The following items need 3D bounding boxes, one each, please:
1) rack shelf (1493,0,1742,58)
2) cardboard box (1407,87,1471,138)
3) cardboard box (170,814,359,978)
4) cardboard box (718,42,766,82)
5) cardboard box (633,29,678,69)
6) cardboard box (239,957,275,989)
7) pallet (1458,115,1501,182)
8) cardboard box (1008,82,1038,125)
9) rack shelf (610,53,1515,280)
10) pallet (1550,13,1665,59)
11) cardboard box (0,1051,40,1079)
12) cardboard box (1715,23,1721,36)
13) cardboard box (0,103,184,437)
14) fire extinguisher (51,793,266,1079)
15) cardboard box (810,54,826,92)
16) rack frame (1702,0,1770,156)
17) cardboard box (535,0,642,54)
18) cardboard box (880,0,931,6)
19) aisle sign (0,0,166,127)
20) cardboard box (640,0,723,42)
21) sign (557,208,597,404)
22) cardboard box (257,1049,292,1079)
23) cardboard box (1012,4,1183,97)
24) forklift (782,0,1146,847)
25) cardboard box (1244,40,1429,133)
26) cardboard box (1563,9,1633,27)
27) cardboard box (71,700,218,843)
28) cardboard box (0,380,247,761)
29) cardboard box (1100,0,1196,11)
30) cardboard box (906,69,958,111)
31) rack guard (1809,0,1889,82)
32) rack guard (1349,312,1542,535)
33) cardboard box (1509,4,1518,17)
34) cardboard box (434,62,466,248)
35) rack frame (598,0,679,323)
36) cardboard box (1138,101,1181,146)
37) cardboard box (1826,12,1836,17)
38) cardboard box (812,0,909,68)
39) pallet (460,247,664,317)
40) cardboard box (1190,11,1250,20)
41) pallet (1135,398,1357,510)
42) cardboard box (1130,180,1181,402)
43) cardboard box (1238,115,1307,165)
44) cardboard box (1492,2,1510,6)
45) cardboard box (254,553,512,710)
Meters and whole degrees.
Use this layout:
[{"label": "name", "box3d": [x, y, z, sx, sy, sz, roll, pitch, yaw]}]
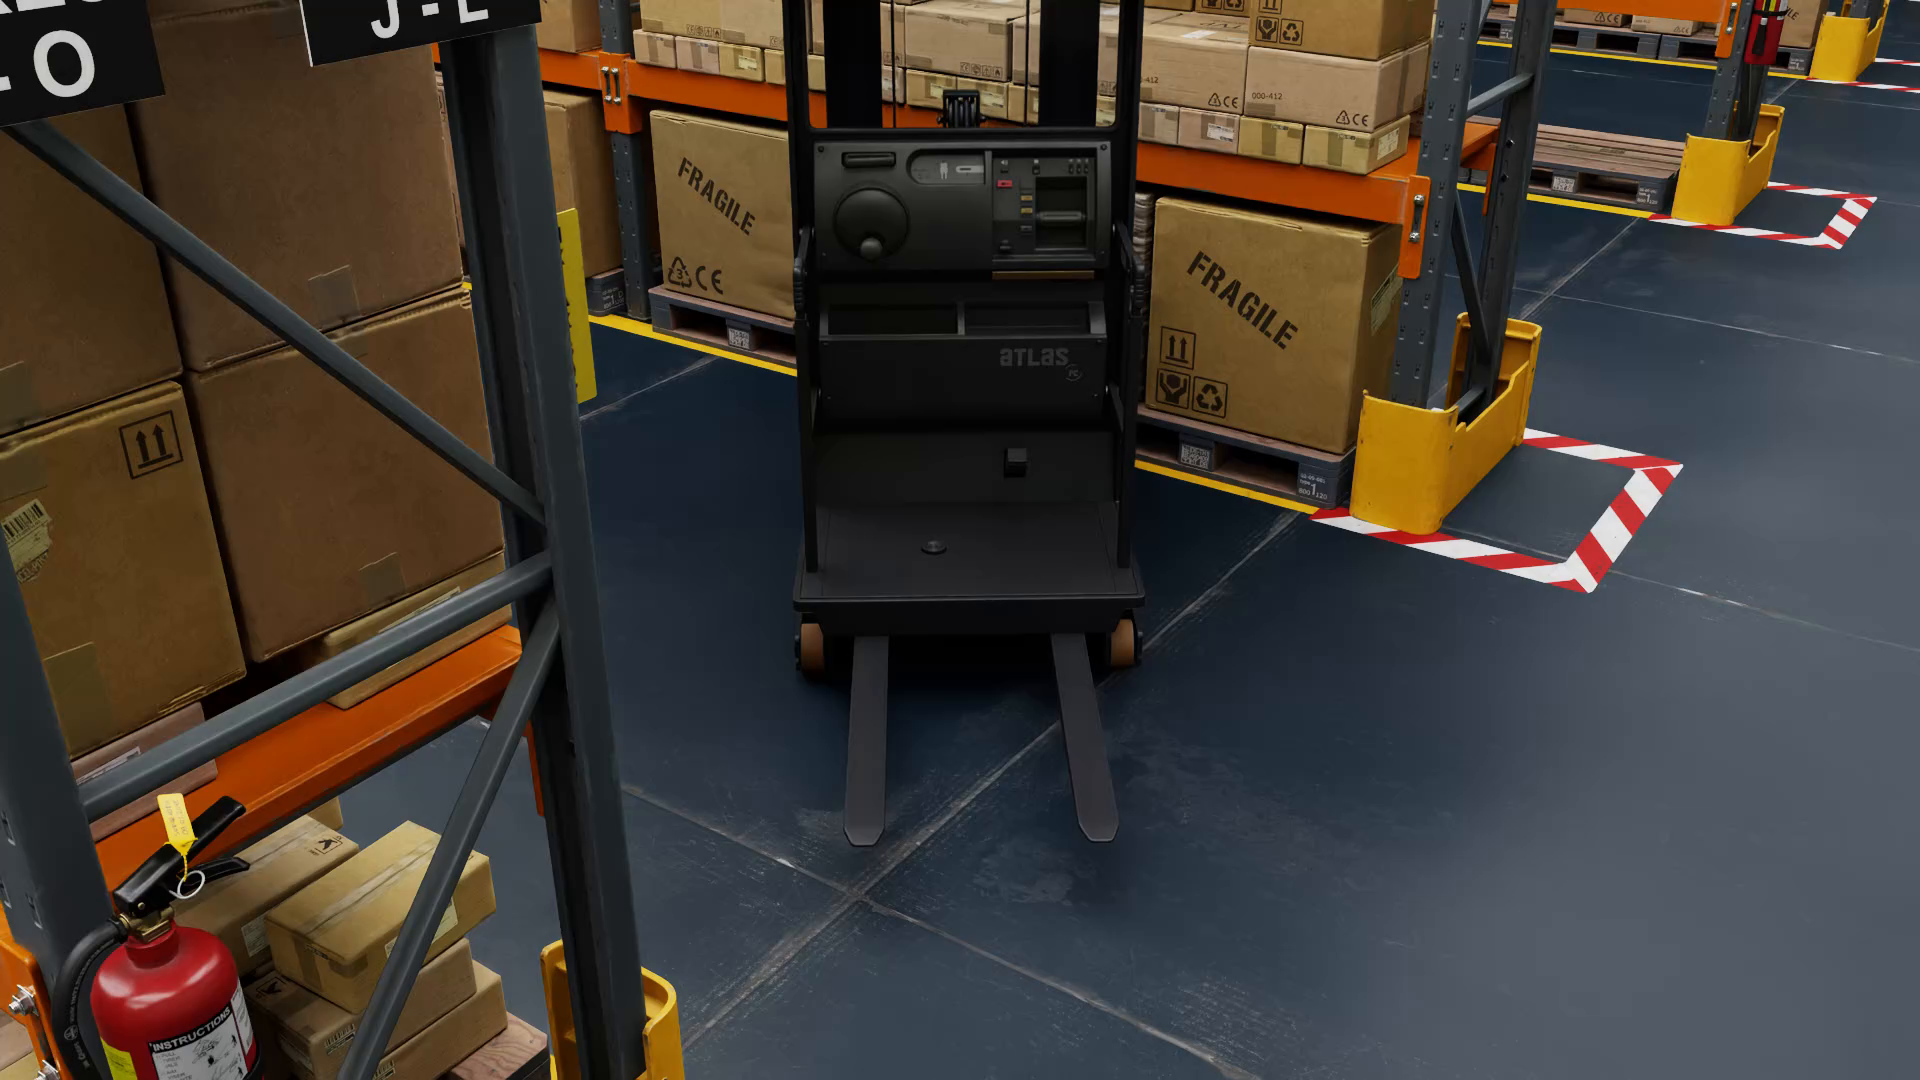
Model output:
[{"label": "rack shelf", "box3d": [3.093, -3.656, 10.920, 4.000, 0.370, 1.077, 17, 32, 30]}, {"label": "cardboard box", "box3d": [1.831, -1.714, 6.588, 0.250, 0.149, 0.380, 18, 32, 31]}, {"label": "cardboard box", "box3d": [-1.489, 0.748, 3.498, 0.250, 0.149, 0.380, 18, 32, 31]}, {"label": "cardboard box", "box3d": [-0.871, -2.192, 7.526, 0.250, 0.149, 0.380, 18, 32, 32]}, {"label": "cardboard box", "box3d": [-1.305, -2.326, 7.791, 0.250, 0.149, 0.380, 17, 32, 30]}, {"label": "cardboard box", "box3d": [-1.435, 0.846, 3.633, 0.250, 0.149, 0.380, 17, 32, 30]}, {"label": "pallet", "box3d": [3.082, -2.760, 11.441, 1.213, 0.211, 1.003, 17, 32, 30]}, {"label": "cardboard box", "box3d": [0.400, -1.796, 6.749, 0.250, 0.149, 0.380, 17, 32, 30]}, {"label": "rack shelf", "box3d": [0.288, -1.805, 7.282, 4.000, 0.370, 1.077, 17, 32, 30]}, {"label": "pallet", "box3d": [5.827, -4.609, 15.074, 1.213, 0.211, 1.003, 17, 32, 30]}, {"label": "cardboard box", "box3d": [-1.534, 0.994, 3.014, 0.250, 0.149, 0.380, 18, 32, 31]}, {"label": "cardboard box", "box3d": [6.678, -4.433, 14.292, 0.250, 0.166, 0.380, 17, 32, 30]}, {"label": "cardboard box", "box3d": [-1.473, -0.430, 2.248, 0.500, 0.500, 0.500, 17, 31, 29]}, {"label": "fire extinguisher", "box3d": [-1.008, 0.655, 2.153, 0.183, 0.674, 0.296, 17, 32, 30]}, {"label": "cardboard box", "box3d": [-0.442, -2.059, 7.266, 0.250, 0.149, 0.380, 17, 31, 30]}, {"label": "rack frame", "box3d": [4.741, -3.463, 9.748, 0.127, 3.000, 1.000, 17, 32, 30]}, {"label": "cardboard box", "box3d": [-1.900, -2.701, 8.141, 0.500, 0.500, 0.500, 17, 32, 30]}, {"label": "cardboard box", "box3d": [-0.277, -2.559, 6.982, 0.500, 0.500, 0.500, 16, 31, 29]}, {"label": "aisle sign", "box3d": [-1.064, -0.811, 1.670, 0.004, 0.787, 0.394, 17, 32, 30]}, {"label": "cardboard box", "box3d": [-1.121, -2.486, 7.665, 0.500, 0.250, 0.500, 17, 31, 29]}, {"label": "sign", "box3d": [-0.648, -0.372, 2.719, 0.005, 0.325, 0.100, 17, 32, 30]}, {"label": "cardboard box", "box3d": [-1.467, 1.009, 3.640, 0.250, 0.149, 0.380, 17, 32, 30]}, {"label": "cardboard box", "box3d": [0.550, -1.964, 6.639, 0.500, 0.250, 0.500, 16, 31, 29]}, {"label": "forklift", "box3d": [0.017, -1.021, 5.024, 1.130, 2.935, 3.031, -1, 27, -1]}, {"label": "cardboard box", "box3d": [1.387, -1.703, 6.126, 0.500, 0.250, 0.500, 17, 31, 30]}, {"label": "cardboard box", "box3d": [5.803, -4.944, 14.926, 0.637, 0.503, 0.797, 17, 32, 30]}, {"label": "cardboard box", "box3d": [-1.383, 0.351, 2.531, 0.250, 0.149, 0.380, 17, 32, 30]}, {"label": "cardboard box", "box3d": [-1.471, 0.020, 2.464, 0.500, 0.500, 0.500, 18, 32, 31]}, {"label": "cardboard box", "box3d": [0.851, -2.495, 6.856, 0.500, 0.500, 0.500, 16, 31, 29]}, {"label": "cardboard box", "box3d": [-0.019, -1.927, 7.006, 0.250, 0.149, 0.380, 16, 31, 29]}, {"label": "rack guard", "box3d": [7.486, -4.220, 13.990, 0.348, 0.500, 1.175, 17, 32, 30]}, {"label": "rack guard", "box3d": [1.957, -0.491, 6.664, 0.348, 0.500, 1.175, 17, 32, 30]}, {"label": "cardboard box", "box3d": [5.194, -4.868, 15.146, 0.250, 0.166, 0.380, 17, 32, 30]}, {"label": "cardboard box", "box3d": [-2.636, -2.265, 9.273, 0.875, 0.875, 1.225, 16, 31, 29]}, {"label": "rack frame", "box3d": [-1.360, -2.639, 8.128, 0.127, 3.000, 1.000, 17, 32, 30]}, {"label": "cardboard box", "box3d": [0.829, -1.664, 6.489, 0.250, 0.149, 0.380, 18, 32, 31]}, {"label": "cardboard box", "box3d": [7.398, -4.476, 14.396, 0.250, 0.149, 0.380, 17, 32, 30]}, {"label": "cardboard box", "box3d": [-0.284, -2.225, 7.153, 0.500, 0.250, 0.500, 18, 32, 32]}, {"label": "pallet", "box3d": [-2.039, -1.566, 9.094, 1.213, 0.211, 1.003, 17, 32, 30]}, {"label": "cardboard box", "box3d": [1.262, -2.033, 6.774, 0.500, 0.250, 0.500, 17, 31, 30]}, {"label": "pallet", "box3d": [1.233, -0.545, 7.088, 1.213, 0.211, 1.003, 17, 32, 30]}, {"label": "cardboard box", "box3d": [0.614, -1.220, 7.220, 0.875, 0.875, 0.875, 17, 32, 30]}, {"label": "cardboard box", "box3d": [1.242, -1.534, 6.234, 0.250, 0.149, 0.380, 18, 32, 31]}, {"label": "cardboard box", "box3d": [5.225, -5.153, 15.726, 0.250, 0.149, 0.380, 17, 32, 30]}, {"label": "cardboard box", "box3d": [-1.036, 0.123, 2.978, 0.250, 0.149, 0.380, 17, 32, 30]}]
